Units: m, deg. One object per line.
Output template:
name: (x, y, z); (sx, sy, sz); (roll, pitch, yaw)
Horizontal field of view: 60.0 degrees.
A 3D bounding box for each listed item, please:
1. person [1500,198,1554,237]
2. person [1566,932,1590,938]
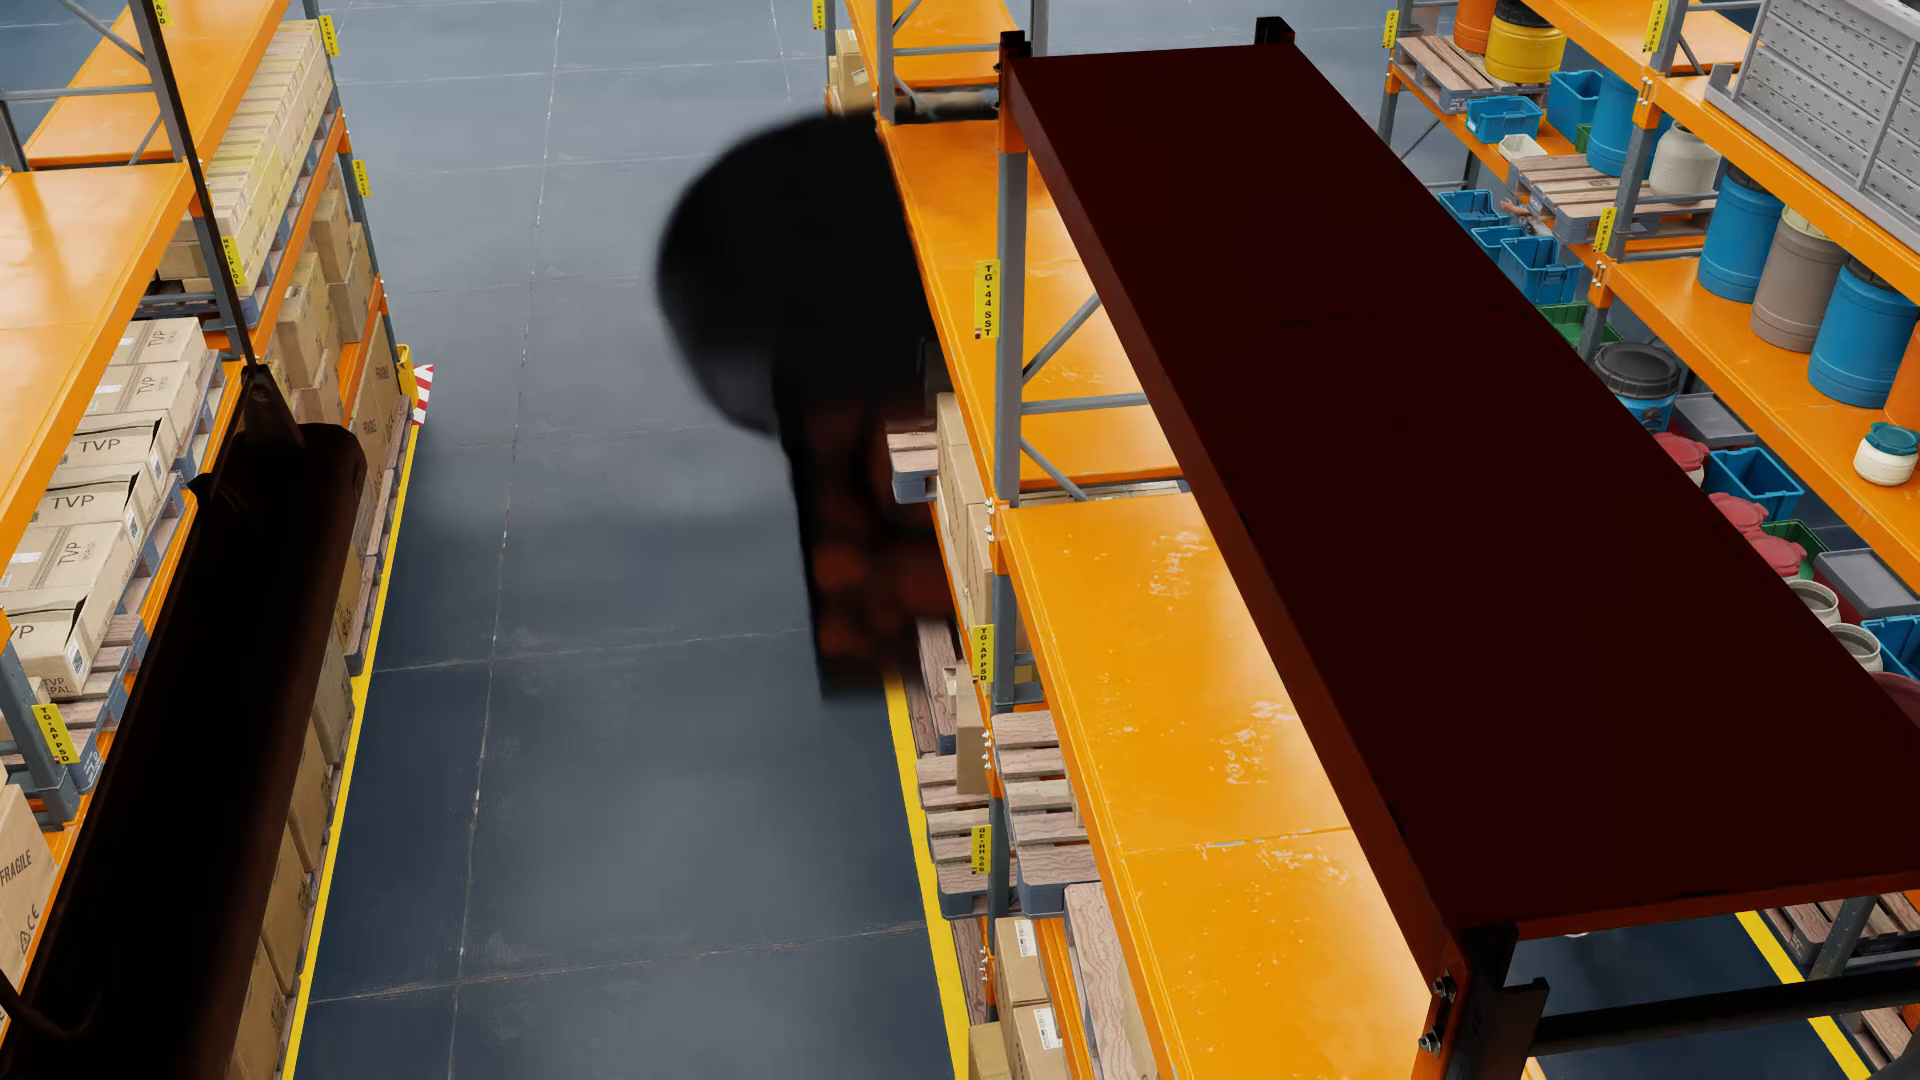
person: (5.611, -2.987, 16.025); (0.849, 1.781, 0.673); (24, 43, 29)
person: (3.679, 1.568, 9.637); (0.548, 1.556, 0.708); (-19, 40, -24)
